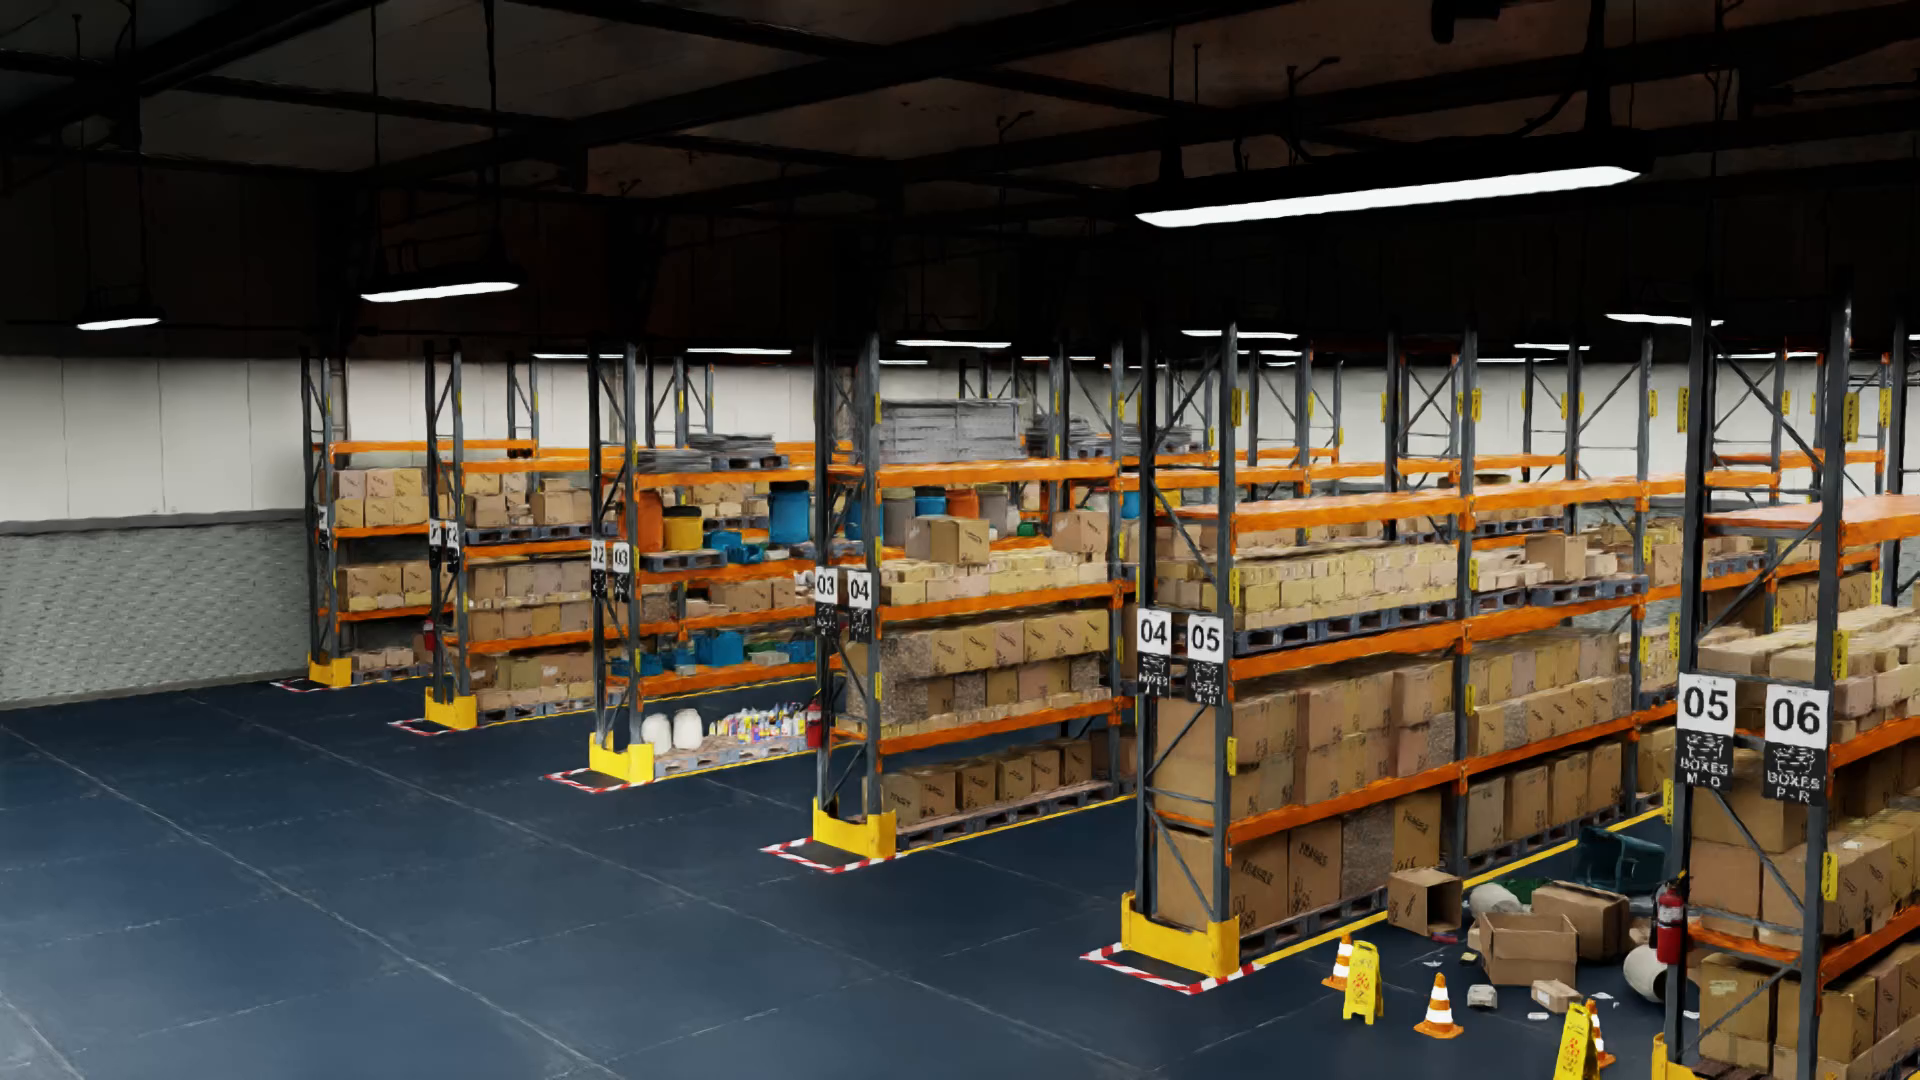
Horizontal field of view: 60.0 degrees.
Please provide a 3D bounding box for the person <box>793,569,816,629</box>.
[{"bbox_3d":[-3.296,1.221,35.086,0.549,1.735,0.702,-5,7,-44],"label":"person"}]
